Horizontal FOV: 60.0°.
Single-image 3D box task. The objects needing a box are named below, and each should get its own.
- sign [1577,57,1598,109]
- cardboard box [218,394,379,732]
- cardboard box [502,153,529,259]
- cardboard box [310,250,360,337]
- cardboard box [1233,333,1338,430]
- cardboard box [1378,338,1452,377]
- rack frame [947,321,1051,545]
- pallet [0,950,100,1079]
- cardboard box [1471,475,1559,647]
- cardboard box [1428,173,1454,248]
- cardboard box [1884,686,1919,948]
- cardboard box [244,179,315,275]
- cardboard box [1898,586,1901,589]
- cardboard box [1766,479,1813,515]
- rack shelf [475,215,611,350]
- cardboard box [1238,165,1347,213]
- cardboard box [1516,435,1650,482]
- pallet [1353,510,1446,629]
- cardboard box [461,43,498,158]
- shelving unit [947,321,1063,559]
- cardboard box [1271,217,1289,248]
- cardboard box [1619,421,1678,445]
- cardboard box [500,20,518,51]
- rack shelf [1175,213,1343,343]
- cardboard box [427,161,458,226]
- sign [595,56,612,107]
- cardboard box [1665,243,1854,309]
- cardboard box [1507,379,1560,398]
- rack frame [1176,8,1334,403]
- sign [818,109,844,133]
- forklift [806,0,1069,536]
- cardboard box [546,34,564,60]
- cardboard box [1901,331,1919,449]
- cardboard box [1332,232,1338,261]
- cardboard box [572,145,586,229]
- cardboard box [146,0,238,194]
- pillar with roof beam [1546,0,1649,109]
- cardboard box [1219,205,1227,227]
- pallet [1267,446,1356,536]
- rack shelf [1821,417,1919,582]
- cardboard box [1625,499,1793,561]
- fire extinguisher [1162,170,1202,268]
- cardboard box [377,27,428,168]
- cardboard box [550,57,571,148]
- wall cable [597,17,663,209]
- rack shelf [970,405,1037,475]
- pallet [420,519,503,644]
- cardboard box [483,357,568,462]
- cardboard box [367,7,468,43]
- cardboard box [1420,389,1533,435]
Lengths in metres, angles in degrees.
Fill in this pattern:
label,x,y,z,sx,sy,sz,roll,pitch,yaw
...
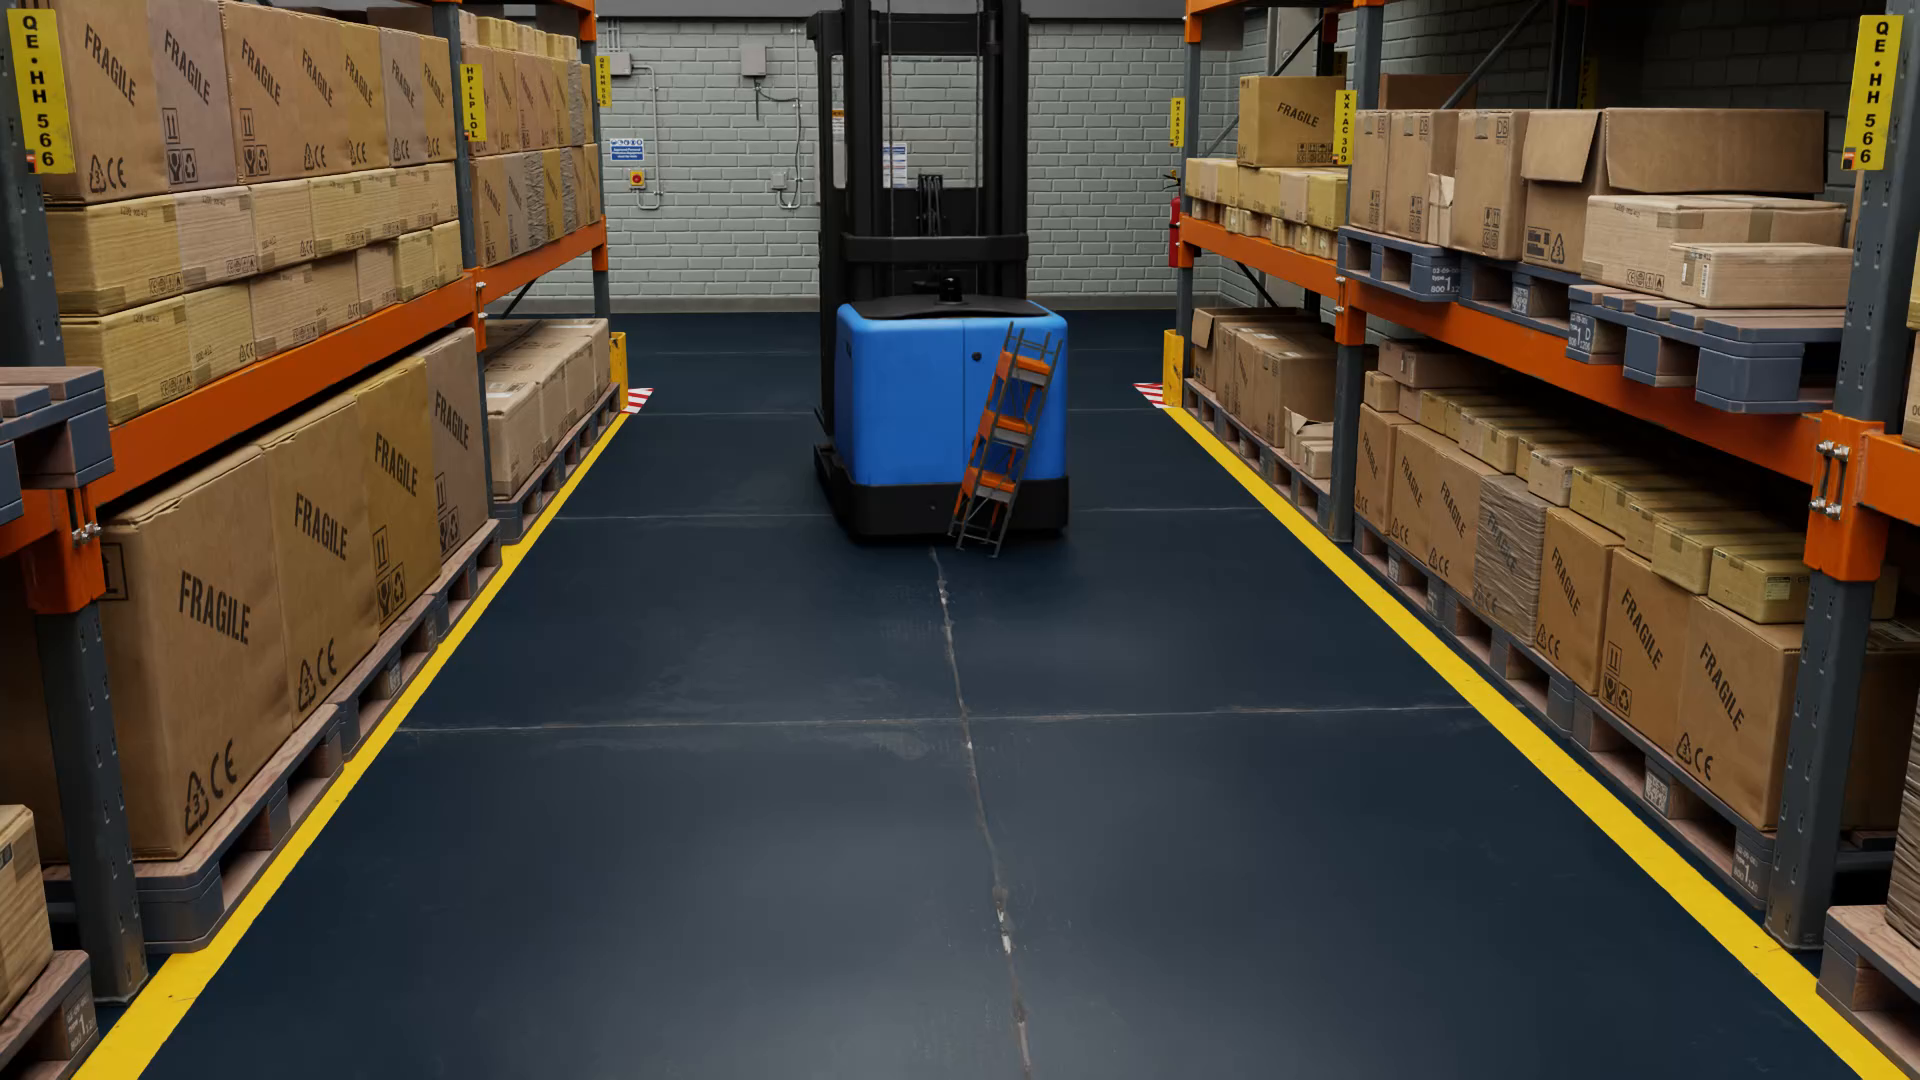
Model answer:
label,x,y,z,sx,sy,sz,roll,pitch,yaw
sign,2.836,-2.026,7.556,0.100,0.325,0.005,-1,14,-3
cardboard box,-2.435,0.048,5.243,0.875,0.875,0.875,-1,14,-3
cardboard box,-2.466,-1.672,8.305,0.500,0.500,0.500,-1,14,-3
cardboard box,-2.313,-0.817,5.482,0.500,0.250,0.500,-1,14,-3
cardboard box,1.925,-0.943,9.846,0.500,0.500,0.500,-1,14,-2
cardboard box,2.099,-0.814,7.445,0.380,0.149,0.250,-1,14,-4
rack frame,0.181,-0.492,7.781,0.200,1.050,0.008,14,12,-13
pallet,-2.377,1.162,3.087,1.003,0.211,1.213,-1,14,-3
cardboard box,2.183,0.061,5.943,0.500,0.500,0.500,-1,14,-5
cardboard box,1.985,-1.242,6.262,0.396,0.266,0.258,0,14,-1
cardboard box,2.555,0.641,3.437,0.875,0.625,0.625,0,14,-2
cardboard box,-2.258,-0.935,4.938,0.500,0.250,0.500,-1,14,-4
cardboard box,2.773,0.315,4.956,0.500,0.500,0.500,-1,14,-3
cardboard box,2.800,-0.098,5.260,0.380,0.149,0.250,-2,15,-6
rack shelf,-2.796,-1.527,9.384,1.077,0.370,4.000,-1,14,-3
cardboard box,1.913,-2.026,9.586,0.500,0.250,0.500,-1,14,-5
cardboard box,2.228,-0.279,5.961,0.380,0.149,0.250,-1,14,-3
pallet,2.370,0.097,7.227,1.003,0.211,1.213,-1,14,-3
cardboard box,-2.459,-2.033,7.699,0.500,0.500,0.500,-1,14,-3
shelving unit,0.202,-0.462,7.664,0.215,1.050,0.252,14,12,-13
cardboard box,1.899,-1.667,8.988,0.380,0.149,0.250,-1,14,-4
cardboard box,2.716,-0.354,6.254,0.380,0.149,0.250,-1,14,-3
cardboard box,-2.464,-2.563,8.458,0.380,0.149,0.250,-1,14,-5
rack shelf,2.158,-1.604,9.686,1.077,0.370,4.000,-1,14,-3
cardboard box,-2.402,-1.441,6.906,0.500,0.250,0.500,-1,14,-3
sign,-2.377,-3.053,11.073,0.100,0.325,0.005,-1,14,-3
cardboard box,2.106,-0.700,4.388,0.380,0.149,0.250,-1,14,-2
cardboard box,2.614,-0.610,7.249,0.380,0.149,0.250,-1,14,-3
rack frame,2.034,-2.450,11.529,1.000,3.000,0.127,-1,14,-3
sign,-1.255,-4.221,16.756,0.339,0.242,0.001,-1,14,-3
forklift,-0.230,-1.760,8.983,1.130,2.935,3.031,-2,15,-9
cardboard box,-2.583,-2.944,9.941,0.380,0.149,0.250,-1,14,-2
cardboard box,2.314,-0.274,3.372,0.500,0.250,0.500,-1,14,-3
cardboard box,2.010,-1.409,7.987,0.380,0.149,0.250,-1,14,-3
cardboard box,-2.609,-2.180,10.279,0.500,0.500,0.500,-1,14,-5
cardboard box,-2.251,-1.165,4.328,0.500,0.500,0.500,-1,14,-3
pillar with roof beam,-1.158,-4.481,7.384,9.100,9.000,0.400,-1,14,-3
cardboard box,1.848,-2.051,10.484,0.380,0.149,0.250,0,14,-2
pallet,2.241,-0.276,8.674,1.003,0.211,1.213,-1,14,-3
rack shelf,2.654,0.385,1.953,1.077,0.370,4.000,-1,14,-3
cardboard box,2.227,-0.020,4.956,0.380,0.149,0.250,-1,14,-5
fire extinguisher,1.564,-2.262,11.700,0.296,0.674,0.183,-1,14,-3
cardboard box,-2.354,-1.675,6.308,0.500,0.500,0.500,-1,14,-2
cardboard box,-2.563,-2.536,9.658,0.500,0.500,0.500,-1,14,-4
wall cable,-3.292,-4.282,16.546,0.585,1.953,0.123,-1,14,-3
rack shelf,0.199,-0.452,7.666,0.215,0.259,0.240,14,12,-13
pallet,-2.549,0.163,6.968,1.003,0.211,1.213,-1,14,-3
cardboard box,-2.660,-0.721,9.107,0.875,0.438,0.875,-1,14,-5
cardboard box,-2.432,-2.307,7.464,0.380,0.149,0.250,-1,14,-4
cardboard box,2.161,-0.538,6.968,0.380,0.149,0.250,-2,15,-6
